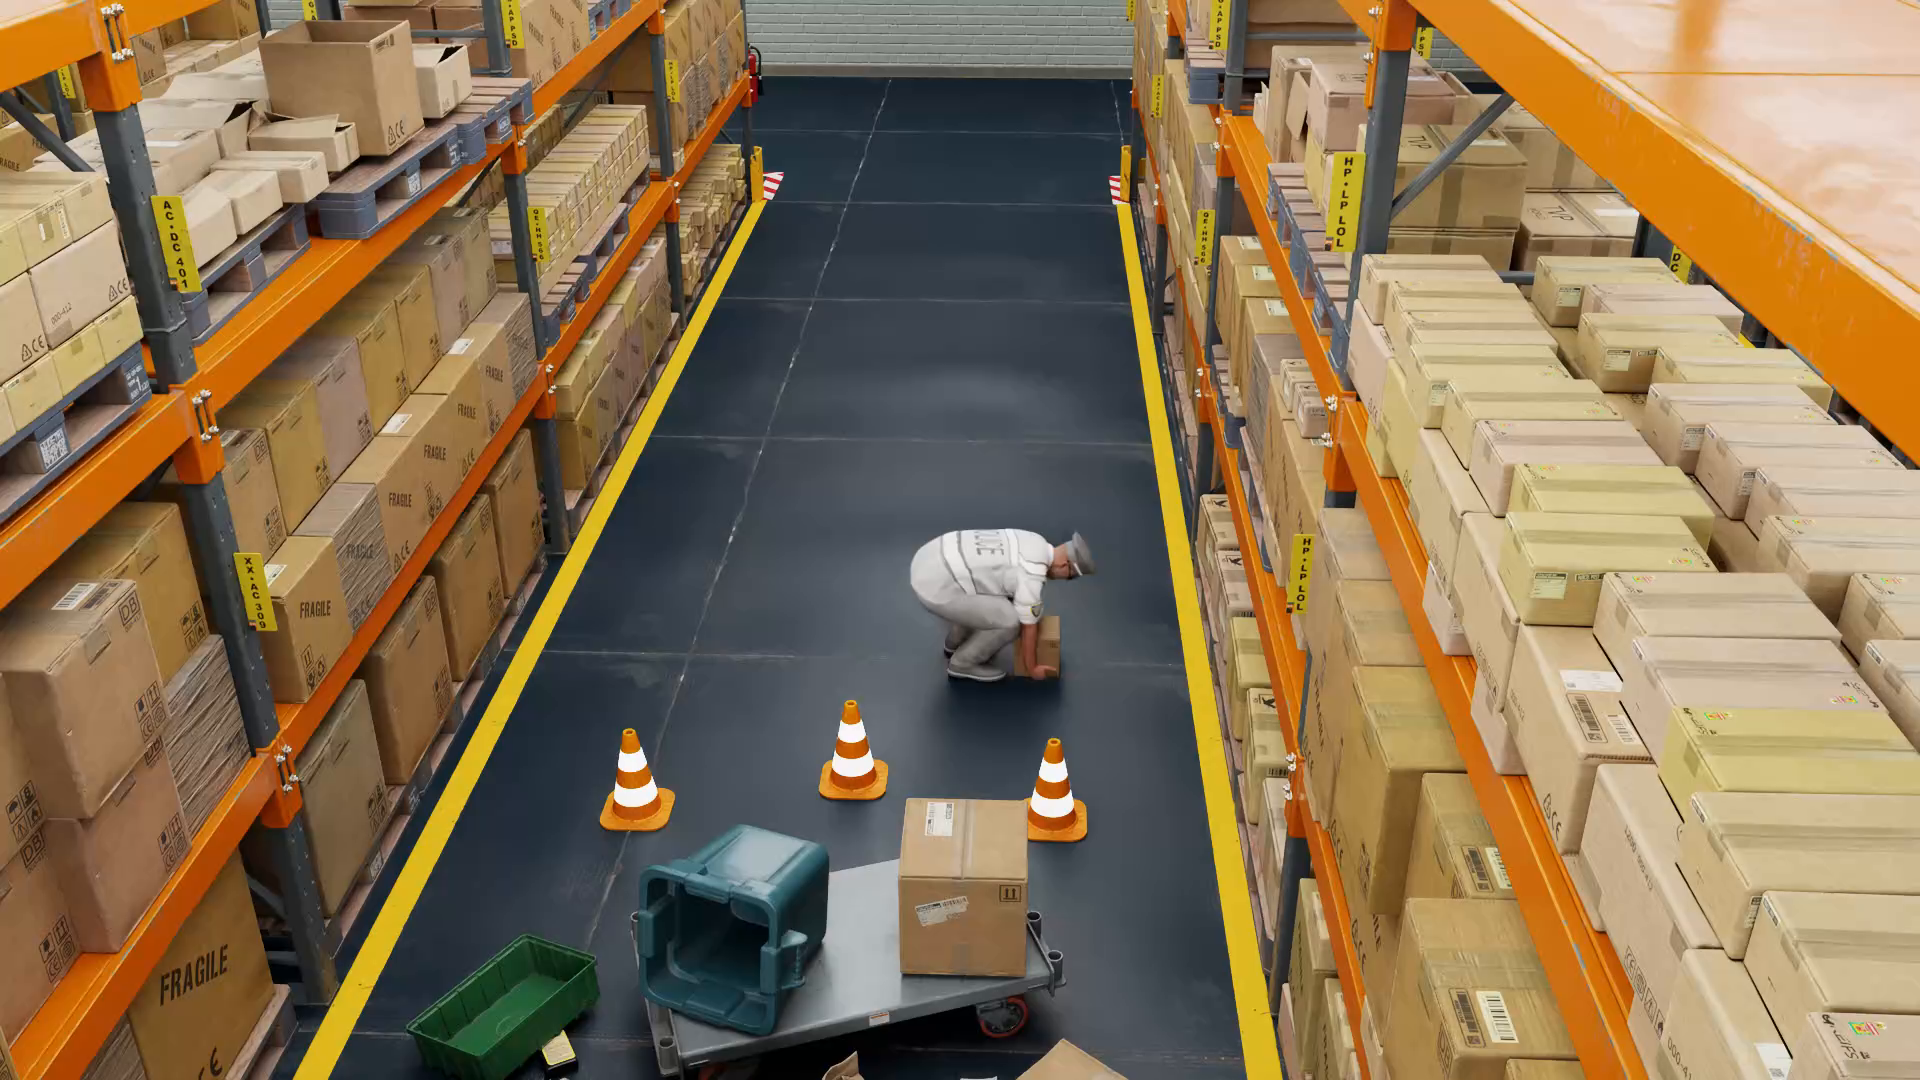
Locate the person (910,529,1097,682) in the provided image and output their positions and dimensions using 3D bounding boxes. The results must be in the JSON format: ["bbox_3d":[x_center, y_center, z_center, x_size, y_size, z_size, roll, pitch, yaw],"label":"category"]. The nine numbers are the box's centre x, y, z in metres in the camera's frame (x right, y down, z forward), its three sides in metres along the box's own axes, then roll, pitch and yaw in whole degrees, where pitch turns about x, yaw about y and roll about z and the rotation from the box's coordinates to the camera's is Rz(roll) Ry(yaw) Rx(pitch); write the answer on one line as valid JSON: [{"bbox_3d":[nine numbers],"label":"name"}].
[{"bbox_3d":[0.239,0.349,9.217,1.027,0.833,0.524,0,28,0],"label":"person"}]
